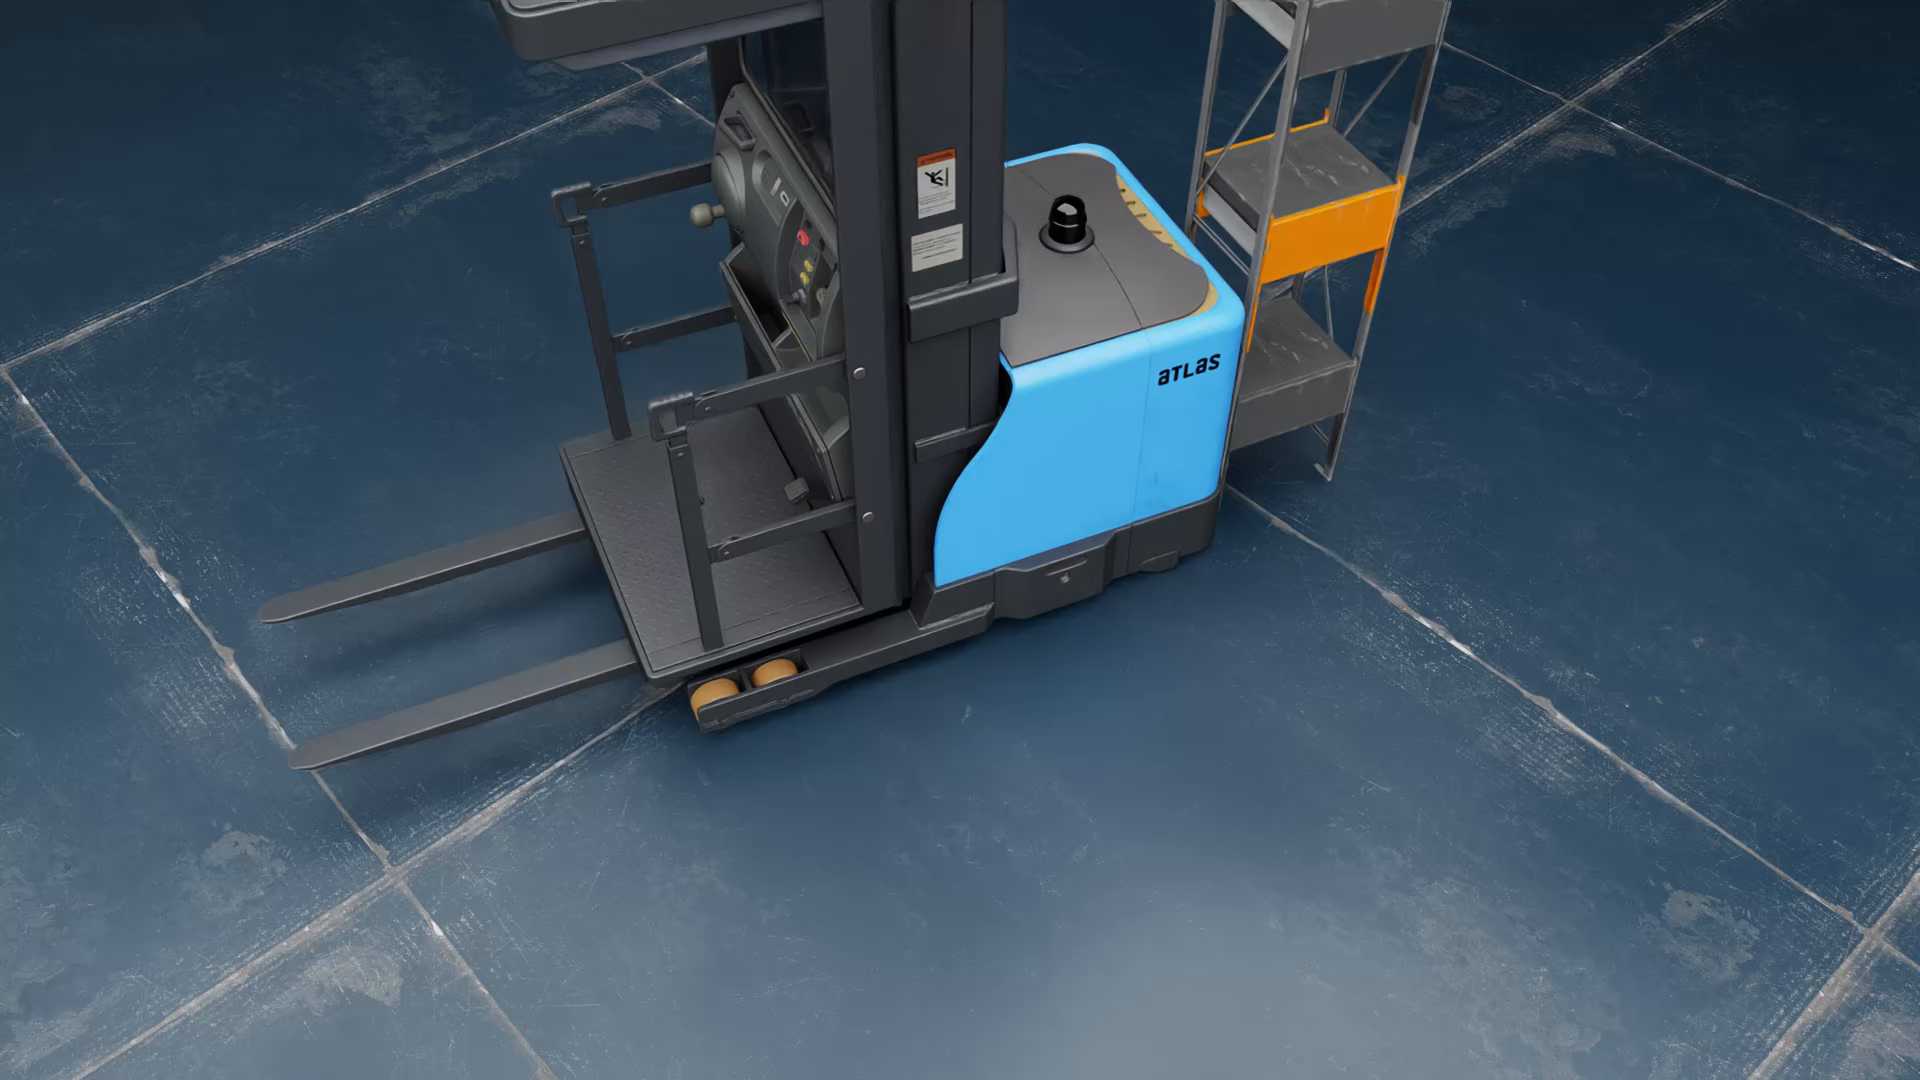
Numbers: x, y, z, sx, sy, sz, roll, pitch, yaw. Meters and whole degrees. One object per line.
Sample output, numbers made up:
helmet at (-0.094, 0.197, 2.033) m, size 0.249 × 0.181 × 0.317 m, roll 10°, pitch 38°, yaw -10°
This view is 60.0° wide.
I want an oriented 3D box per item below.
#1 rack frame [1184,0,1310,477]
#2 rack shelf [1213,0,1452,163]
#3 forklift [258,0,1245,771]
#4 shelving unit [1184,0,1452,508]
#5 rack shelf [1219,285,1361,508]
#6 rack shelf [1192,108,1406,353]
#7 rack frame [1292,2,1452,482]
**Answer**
rack frame at (0.811, -0.909, 5.148) m, size 0.015 × 2.100 × 0.400 m, roll -19°, pitch 50°, yaw -18°
rack shelf at (1.041, -1.453, 4.723) m, size 0.480 × 0.518 × 0.431 m, roll -19°, pitch 50°, yaw -18°
forklift at (-0.695, -0.846, 4.536) m, size 3.031 × 2.935 × 1.130 m, roll -18°, pitch 50°, yaw -16°
shelving unit at (1.030, -0.984, 5.223) m, size 0.503 × 2.100 × 0.431 m, roll -19°, pitch 50°, yaw -18°
rack shelf at (1.019, -0.496, 5.744) m, size 0.480 × 0.518 × 0.431 m, roll -19°, pitch 50°, yaw -18°
rack shelf at (1.030, -0.975, 5.233) m, size 0.480 × 0.518 × 0.431 m, roll -19°, pitch 50°, yaw -18°
rack frame at (1.250, -1.059, 5.298) m, size 0.015 × 2.100 × 0.400 m, roll -19°, pitch 50°, yaw -18°
